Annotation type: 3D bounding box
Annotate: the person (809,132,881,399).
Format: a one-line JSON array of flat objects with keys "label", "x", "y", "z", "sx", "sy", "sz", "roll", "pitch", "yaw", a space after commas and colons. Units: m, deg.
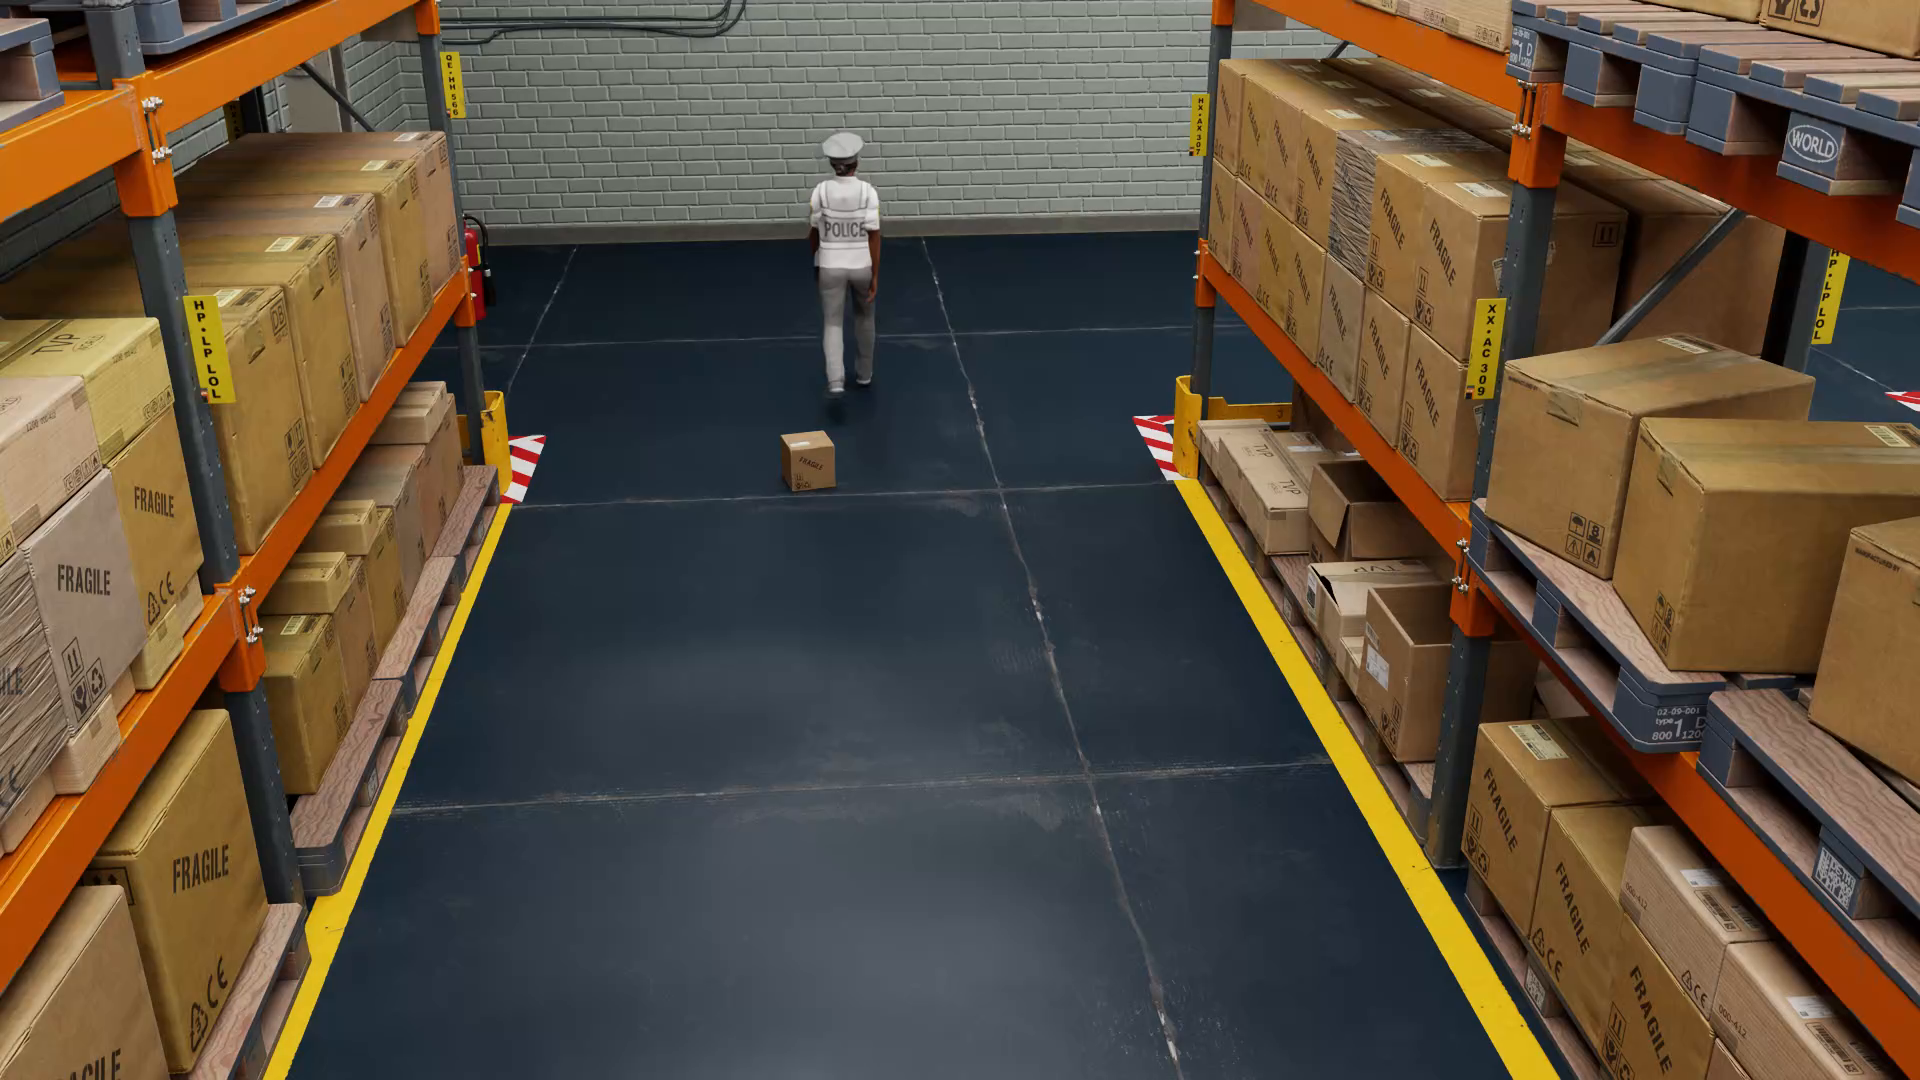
[{"label": "person", "x": -0.713, "y": -1.703, "z": 10.390, "sx": 0.444, "sy": 1.647, "sz": 0.893, "roll": -2, "pitch": 24, "yaw": -4}]
